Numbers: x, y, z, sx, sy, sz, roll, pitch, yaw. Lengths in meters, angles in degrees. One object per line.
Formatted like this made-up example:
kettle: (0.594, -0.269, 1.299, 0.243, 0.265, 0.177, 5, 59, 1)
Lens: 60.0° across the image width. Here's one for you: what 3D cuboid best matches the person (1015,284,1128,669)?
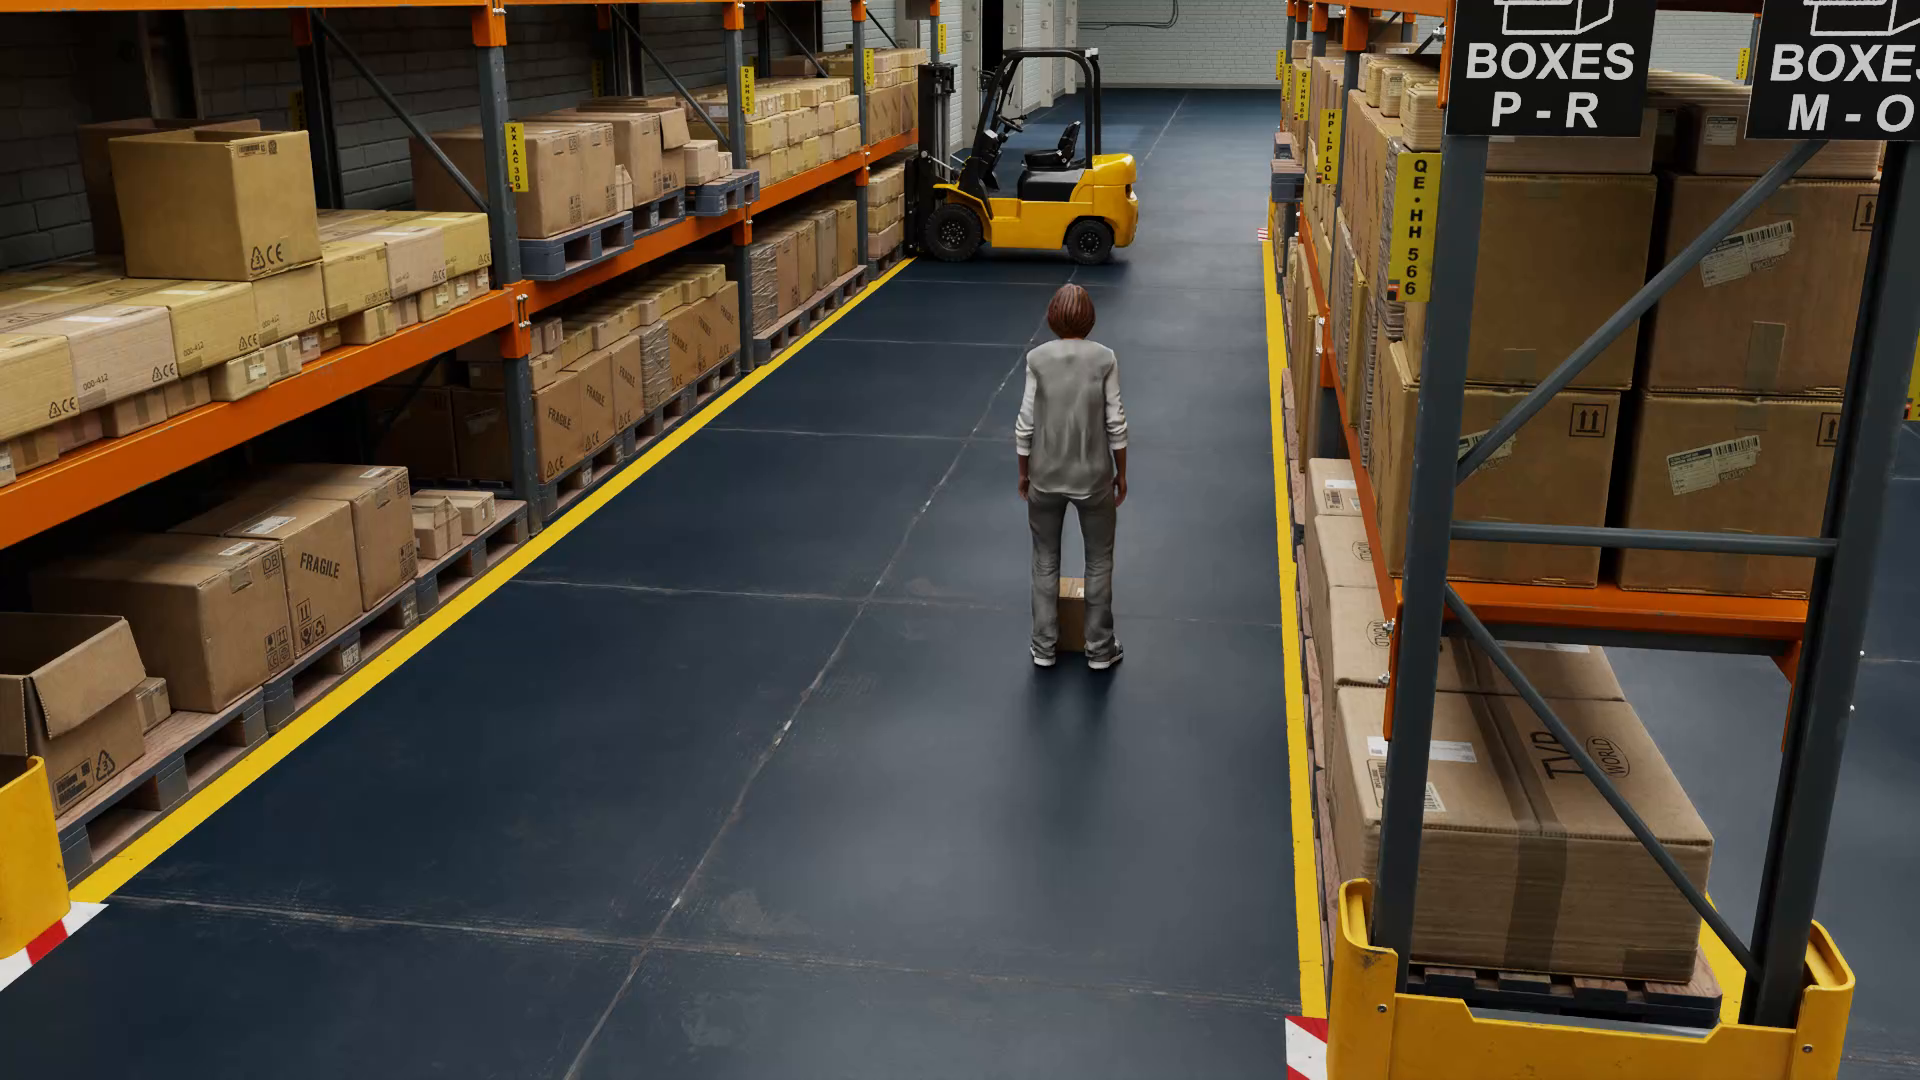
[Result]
person: (0.456, -0.241, 6.809, 0.460, 1.591, 0.329, 3, 18, 9)
